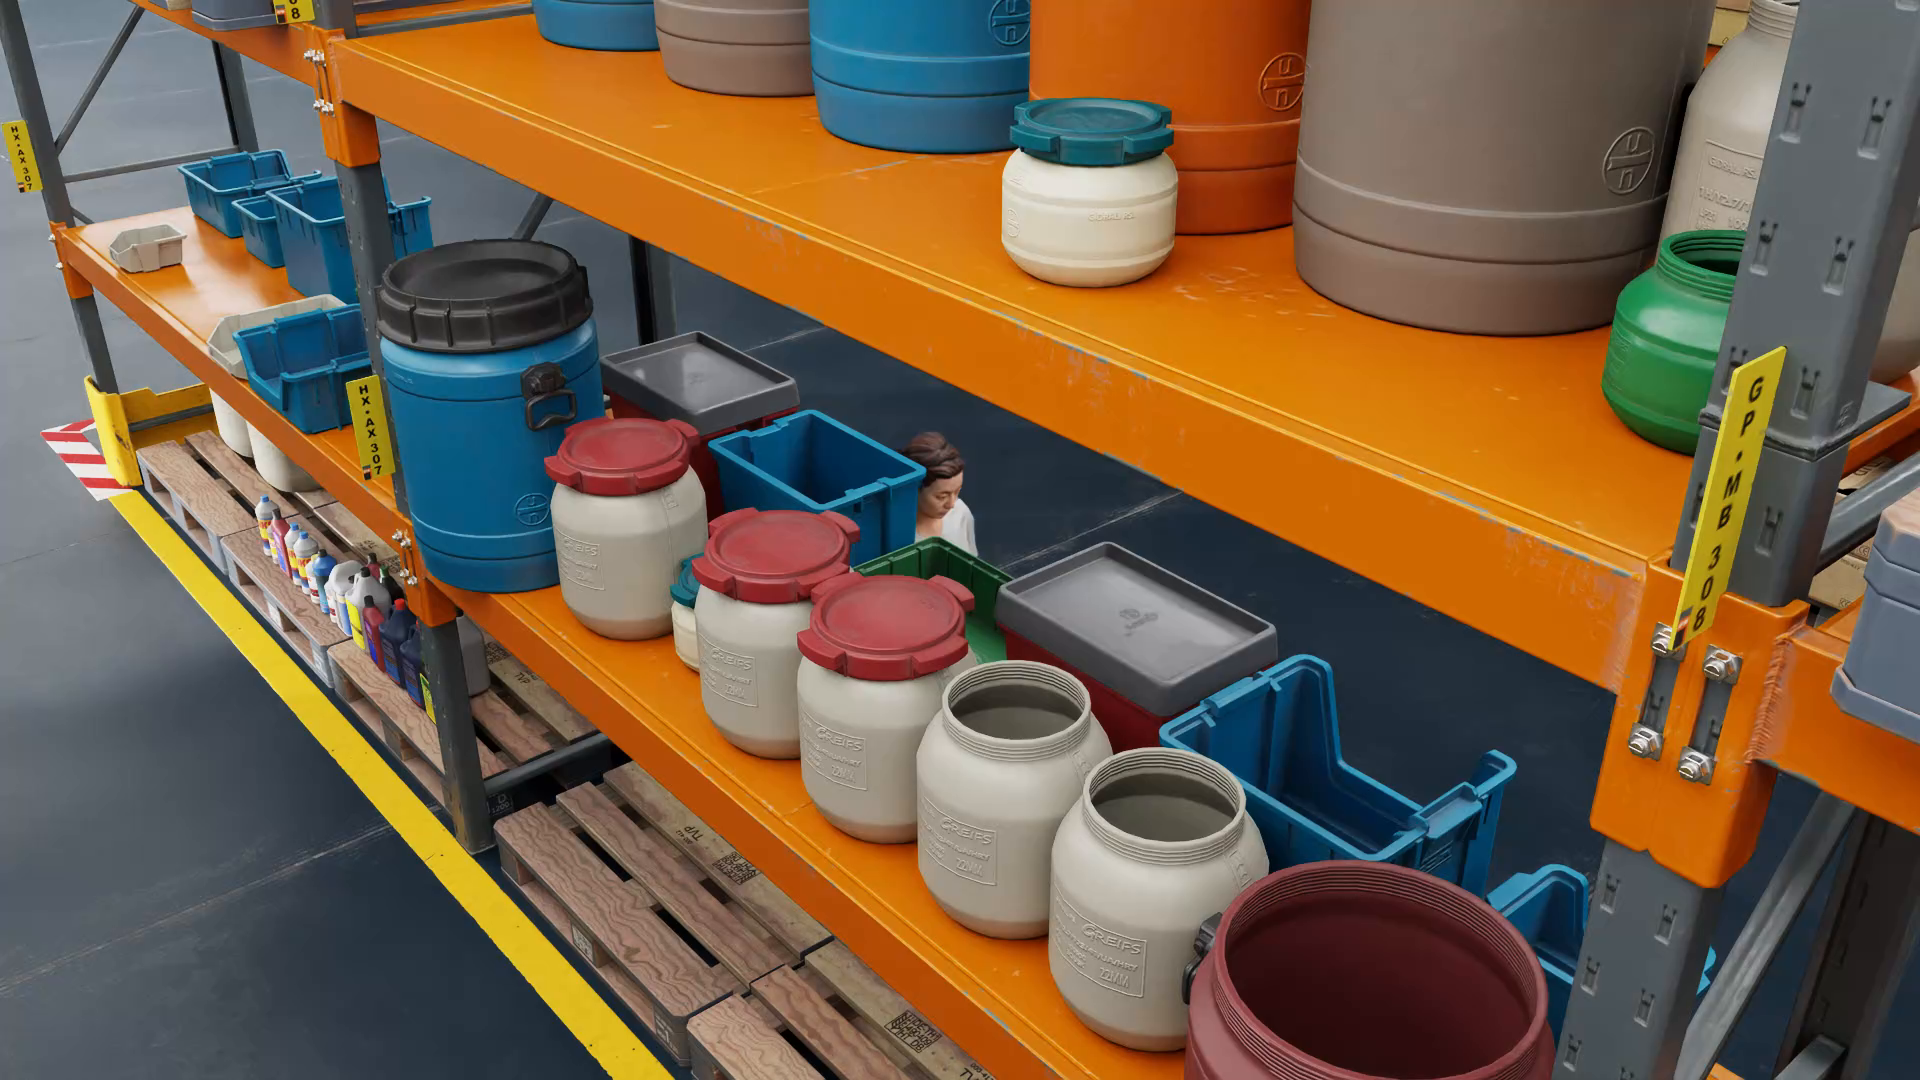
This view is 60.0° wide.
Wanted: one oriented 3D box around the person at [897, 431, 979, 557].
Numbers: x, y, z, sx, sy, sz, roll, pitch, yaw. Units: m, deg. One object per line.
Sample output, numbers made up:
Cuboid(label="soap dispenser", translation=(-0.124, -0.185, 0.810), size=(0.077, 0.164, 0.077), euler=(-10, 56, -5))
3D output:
Cuboid(label="person", translation=(-0.115, 0.402, 5.388), size=(0.444, 1.669, 0.349), euler=(-21, 35, -34))
